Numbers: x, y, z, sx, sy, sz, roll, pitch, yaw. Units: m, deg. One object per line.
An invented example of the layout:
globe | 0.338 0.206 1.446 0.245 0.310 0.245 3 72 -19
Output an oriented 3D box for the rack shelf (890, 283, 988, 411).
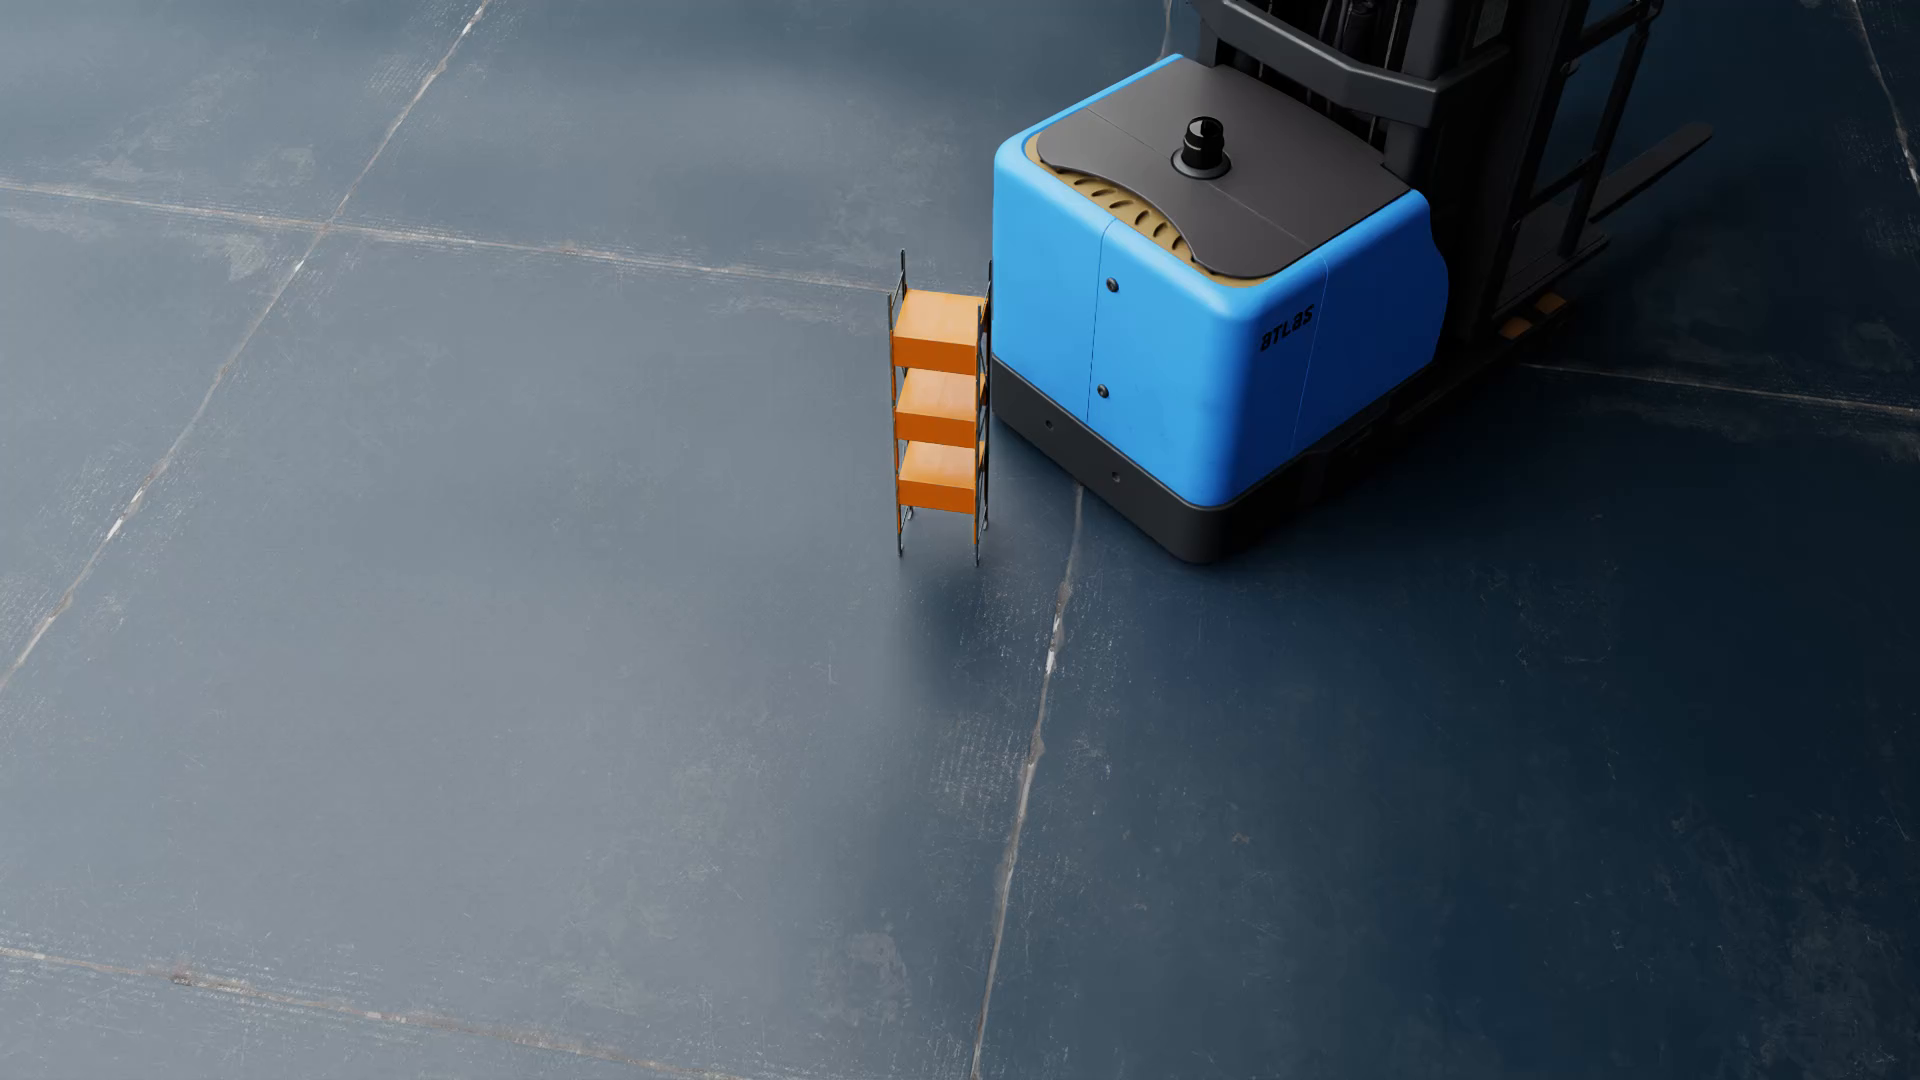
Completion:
rack shelf | -0.053 -0.541 4.663 0.240 0.259 0.215 8 49 7

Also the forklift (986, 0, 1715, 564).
forklift | 1.529 -1.858 4.949 3.031 2.935 1.130 -33 56 -26

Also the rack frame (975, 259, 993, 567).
rack frame | 0.067 -0.342 4.851 0.008 1.050 0.200 8 49 7

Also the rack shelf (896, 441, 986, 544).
rack shelf | -0.053 -0.165 5.080 0.240 0.259 0.215 8 49 7

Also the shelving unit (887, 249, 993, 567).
shelving unit | -0.053 -0.358 4.866 0.252 1.050 0.215 8 49 7

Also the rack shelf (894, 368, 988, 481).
rack shelf | -0.053 -0.351 4.874 0.240 0.259 0.215 8 49 7

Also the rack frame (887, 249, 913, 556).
rack frame | -0.173 -0.374 4.880 0.008 1.050 0.200 8 49 7
